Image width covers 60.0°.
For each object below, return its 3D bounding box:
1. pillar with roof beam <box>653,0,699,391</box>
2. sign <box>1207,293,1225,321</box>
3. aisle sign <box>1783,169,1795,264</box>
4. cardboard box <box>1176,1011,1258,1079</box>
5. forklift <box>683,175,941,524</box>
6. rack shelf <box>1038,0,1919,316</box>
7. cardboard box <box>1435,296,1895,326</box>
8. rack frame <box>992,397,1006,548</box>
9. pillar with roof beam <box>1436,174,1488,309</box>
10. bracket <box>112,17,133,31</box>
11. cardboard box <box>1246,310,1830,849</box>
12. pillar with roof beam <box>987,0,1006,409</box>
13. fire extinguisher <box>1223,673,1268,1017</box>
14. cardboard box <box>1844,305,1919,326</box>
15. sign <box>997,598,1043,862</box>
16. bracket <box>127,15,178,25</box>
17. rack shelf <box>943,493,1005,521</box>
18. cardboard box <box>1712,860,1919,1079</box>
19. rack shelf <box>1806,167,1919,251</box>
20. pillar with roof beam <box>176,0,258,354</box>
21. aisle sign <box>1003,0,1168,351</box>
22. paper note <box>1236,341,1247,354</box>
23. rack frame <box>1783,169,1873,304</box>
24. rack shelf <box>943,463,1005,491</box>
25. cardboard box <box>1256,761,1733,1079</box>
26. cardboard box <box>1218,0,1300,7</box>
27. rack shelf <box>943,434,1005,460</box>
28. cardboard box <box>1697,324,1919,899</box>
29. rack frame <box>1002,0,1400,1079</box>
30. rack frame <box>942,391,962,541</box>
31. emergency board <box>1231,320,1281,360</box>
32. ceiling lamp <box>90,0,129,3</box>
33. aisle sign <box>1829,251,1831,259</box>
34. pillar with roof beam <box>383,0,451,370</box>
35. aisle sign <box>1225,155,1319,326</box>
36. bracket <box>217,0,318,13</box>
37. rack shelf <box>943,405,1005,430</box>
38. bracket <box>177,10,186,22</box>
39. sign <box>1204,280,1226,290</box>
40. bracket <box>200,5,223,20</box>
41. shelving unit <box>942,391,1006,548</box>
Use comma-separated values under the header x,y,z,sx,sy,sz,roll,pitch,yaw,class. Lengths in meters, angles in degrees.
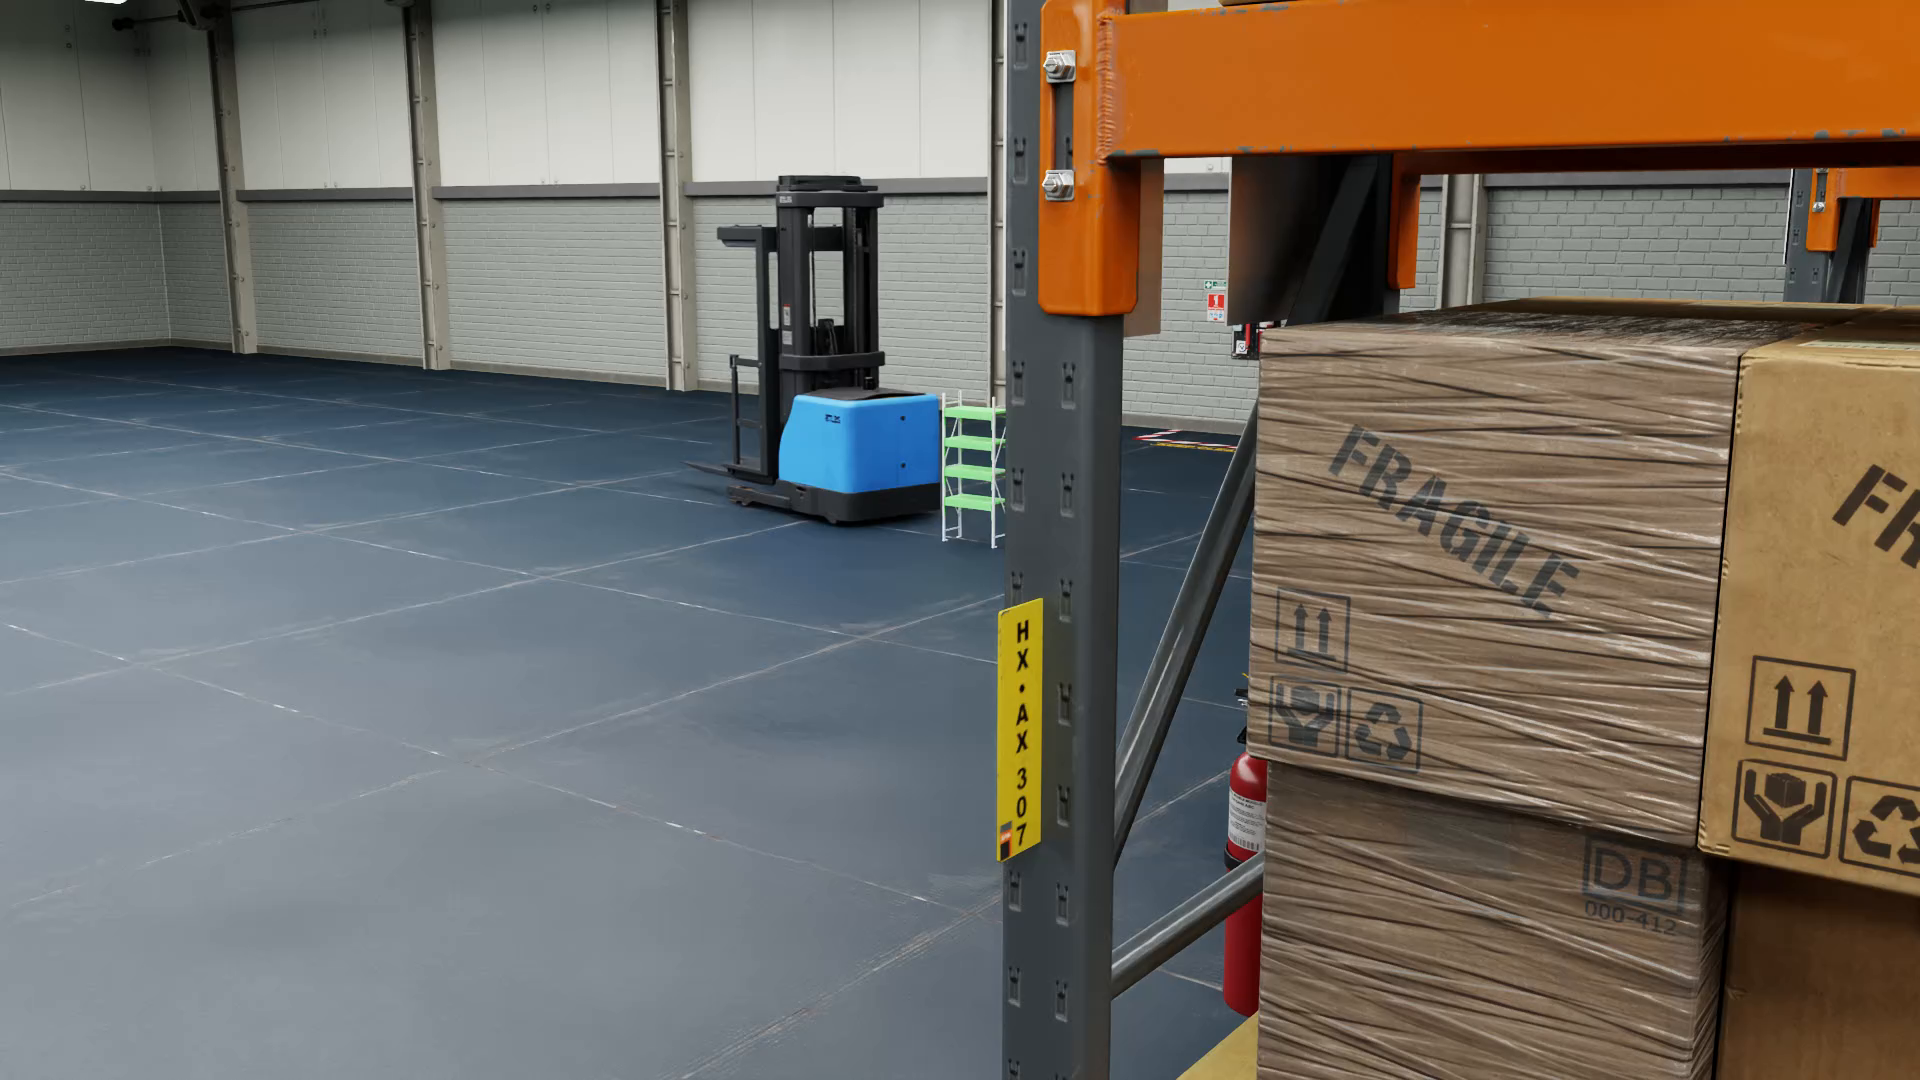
x,y,z,sx,sy,sz,roll,pitch,yaw,class
-6.785,-6.056,21.142,0.400,9.000,9.100,8,13,36,pillar with roof beam
3.081,-2.800,20.011,0.234,0.329,0.001,8,13,36,sign
3.099,-1.415,6.104,0.004,0.787,0.394,8,13,36,aisle sign
0.488,0.774,2.291,0.250,0.149,0.380,8,13,36,cardboard box
-1.491,-1.800,15.115,1.130,2.935,3.031,-9,14,-39,forklift
2.011,-0.312,1.243,4.000,0.370,1.077,8,13,36,rack shelf
0.989,-0.080,2.365,0.500,0.500,0.500,8,13,36,cardboard box
0.330,-0.543,13.178,0.015,1.200,0.240,8,13,36,rack frame
2.887,-4.707,14.169,0.400,9.000,9.100,8,13,36,pillar with roof beam
-16.364,-10.090,32.518,0.430,0.232,0.235,8,13,36,bracket
0.681,0.000,1.954,0.500,0.500,0.500,8,13,36,cardboard box
-1.949,-5.382,17.656,0.400,9.000,9.100,8,13,36,pillar with roof beam
0.580,0.537,3.060,0.183,0.674,0.296,8,13,36,fire extinguisher
1.395,-0.024,2.079,0.500,0.500,0.500,8,13,36,cardboard box
0.078,0.241,2.110,0.005,0.325,0.100,8,13,36,sign
-15.888,-10.024,32.175,3.189,0.066,0.076,8,13,36,bracket
0.133,-0.272,13.377,0.480,0.148,0.258,8,13,36,rack shelf
1.300,0.491,2.047,0.500,0.500,0.875,8,13,36,cardboard box
4.943,-1.070,5.162,4.000,0.370,1.077,8,13,36,rack shelf
-16.457,-7.405,28.116,0.548,9.000,9.100,8,13,36,pillar with roof beam
0.172,-0.655,2.173,0.004,0.787,0.394,8,13,36,aisle sign
3.364,-2.302,19.853,0.142,0.148,0.016,8,13,36,paper note
3.331,-0.176,6.541,0.127,3.000,1.000,8,13,36,rack frame
0.133,-0.508,13.332,0.480,0.148,0.258,8,13,36,rack shelf
0.826,0.453,2.243,0.500,0.500,0.875,8,13,36,cardboard box
0.634,-0.723,1.867,0.500,0.250,0.500,8,14,37,cardboard box
0.133,-0.743,13.286,0.480,0.148,0.258,8,13,36,rack shelf
1.080,0.057,1.658,0.500,0.500,0.500,8,13,36,cardboard box
0.397,0.583,2.619,0.053,2.616,0.949,8,13,36,rack frame
-0.063,-0.598,13.461,0.015,1.200,0.240,8,13,36,rack frame
3.466,-2.704,19.612,0.643,1.169,0.194,8,13,36,emergency board
-13.731,-9.736,24.797,0.800,3.185,2.000,8,13,36,ceiling lamp
3.449,-1.506,6.571,0.004,0.787,0.394,8,13,36,aisle sign
-11.621,-6.731,24.629,0.548,9.000,9.100,8,13,36,pillar with roof beam
0.527,-0.747,2.648,0.004,0.787,0.394,8,13,36,aisle sign
-11.708,-9.441,29.162,4.783,0.066,0.076,8,13,36,bracket
0.133,-0.979,13.240,0.480,0.148,0.258,8,13,36,rack shelf
-14.454,-9.824,31.141,0.430,0.232,0.235,8,13,36,bracket
3.080,-3.058,19.951,0.331,0.109,0.001,8,13,36,sign
-13.785,-9.731,30.659,0.430,0.232,0.235,8,13,36,bracket
0.133,-0.570,13.320,0.503,1.200,0.258,8,13,36,shelving unit
